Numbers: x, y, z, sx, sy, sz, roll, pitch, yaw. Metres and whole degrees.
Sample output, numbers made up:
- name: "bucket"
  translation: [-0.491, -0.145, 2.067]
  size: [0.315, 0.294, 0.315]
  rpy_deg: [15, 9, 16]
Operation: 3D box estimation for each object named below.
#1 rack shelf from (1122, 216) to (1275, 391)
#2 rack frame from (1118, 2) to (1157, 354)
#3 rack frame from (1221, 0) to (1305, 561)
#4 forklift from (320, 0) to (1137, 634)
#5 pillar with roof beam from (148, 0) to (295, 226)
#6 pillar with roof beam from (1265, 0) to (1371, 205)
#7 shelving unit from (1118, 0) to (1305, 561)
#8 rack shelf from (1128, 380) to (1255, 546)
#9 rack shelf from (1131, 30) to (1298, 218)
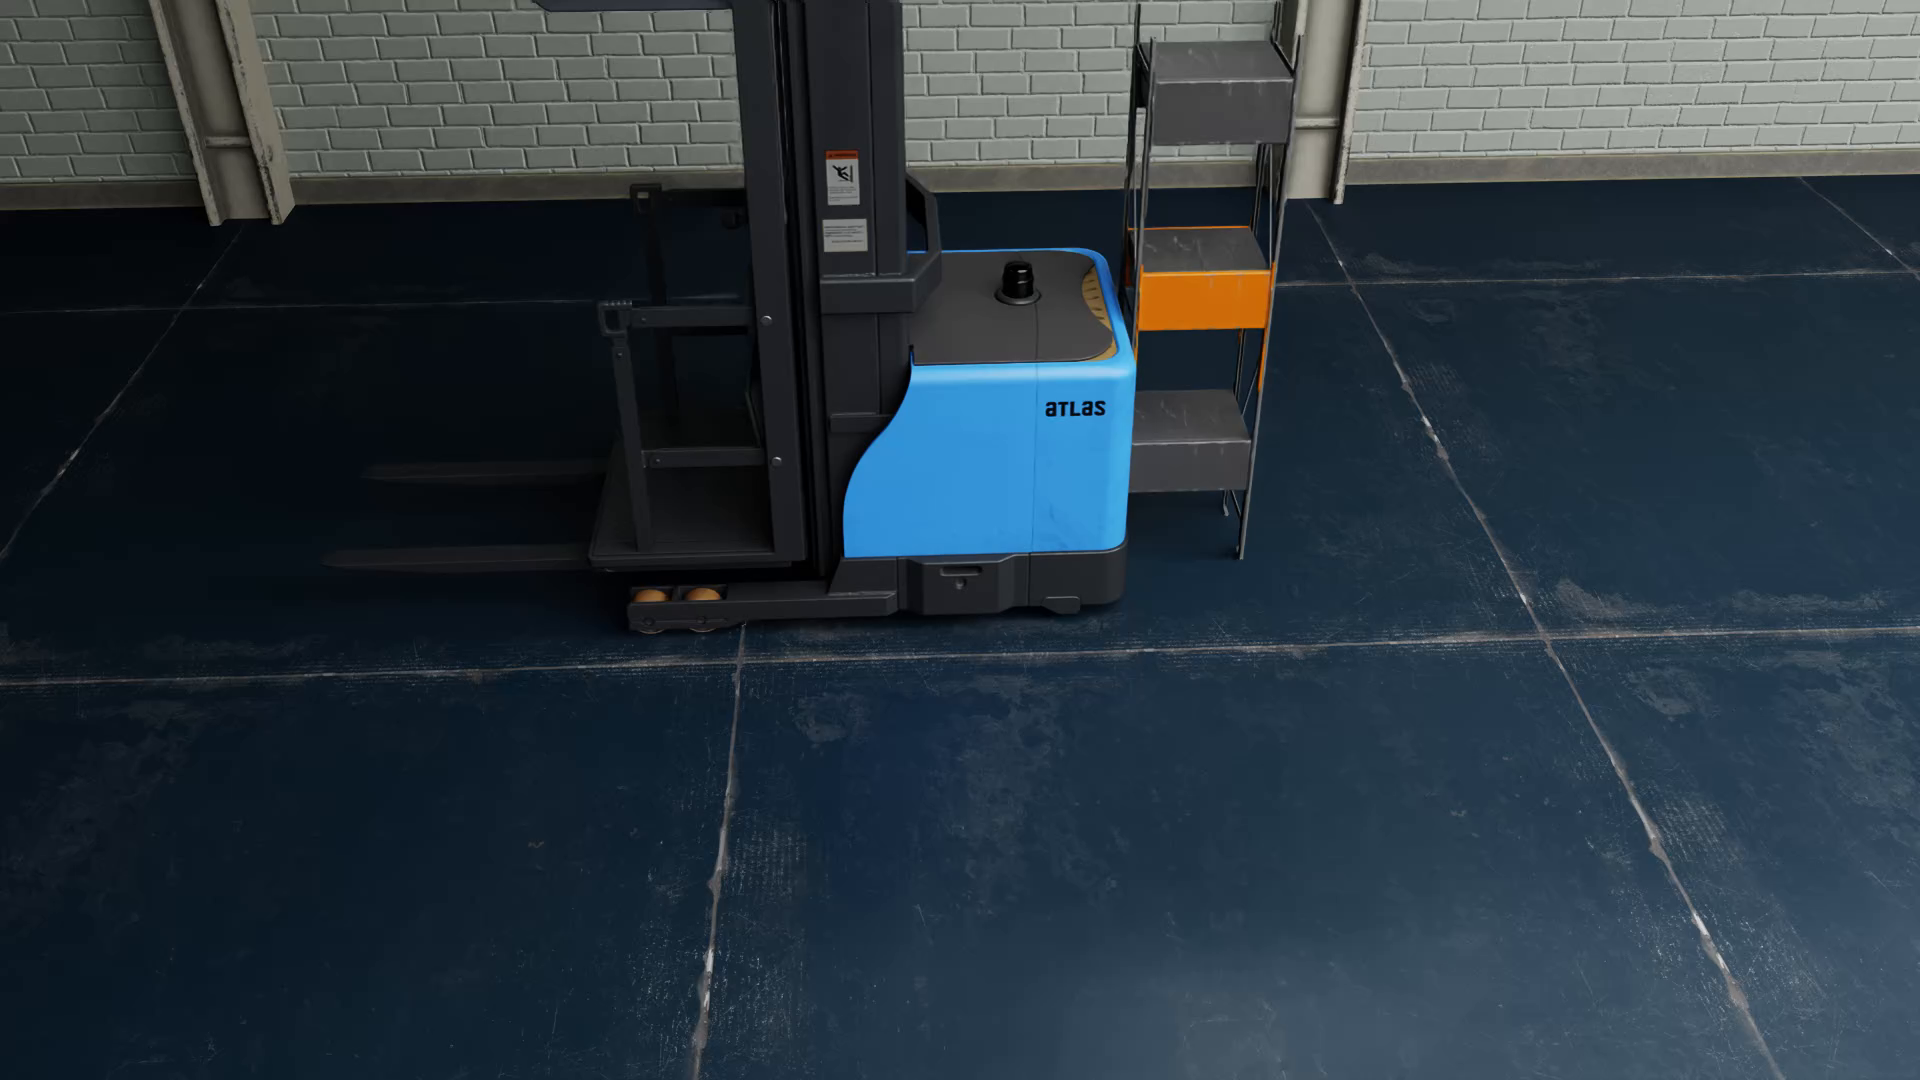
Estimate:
- name: "rack shelf"
  translation: [0.867, -0.876, 6.195]
  size: [0.480, 0.518, 0.431]
  rpy_deg: [-2, 35, -2]
- name: "rack frame"
  translation: [0.624, -0.881, 6.178]
  size: [0.015, 2.100, 0.400]
  rpy_deg: [-2, 35, -2]
- name: "rack frame"
  translation: [1.111, -0.894, 6.197]
  size: [0.015, 2.100, 0.400]
  rpy_deg: [-2, 35, -2]
- name: "forklift"
  translation: [-0.903, -1.163, 5.854]
  size: [3.031, 2.935, 1.130]
  rpy_deg: [-2, 35, -2]
- name: "pillar with roof beam"
  translation: [-3.798, -3.102, 3.324]
  size: [0.400, 9.000, 9.100]
  rpy_deg: [-2, 35, -2]
- name: "pillar with roof beam"
  translation: [2.195, -3.263, 3.558]
  size: [0.400, 9.000, 9.100]
  rpy_deg: [-2, 35, -2]
- name: "shelving unit"
  translation: [0.867, -0.888, 6.187]
  size: [0.503, 2.100, 0.431]
  rpy_deg: [-2, 35, -2]
- name: "rack shelf"
  translation: [0.867, -0.301, 6.594]
  size: [0.480, 0.518, 0.431]
  rpy_deg: [-2, 35, -2]
- name: "rack shelf"
  translation: [0.867, -1.452, 5.797]
  size: [0.480, 0.518, 0.431]
  rpy_deg: [-2, 35, -2]
